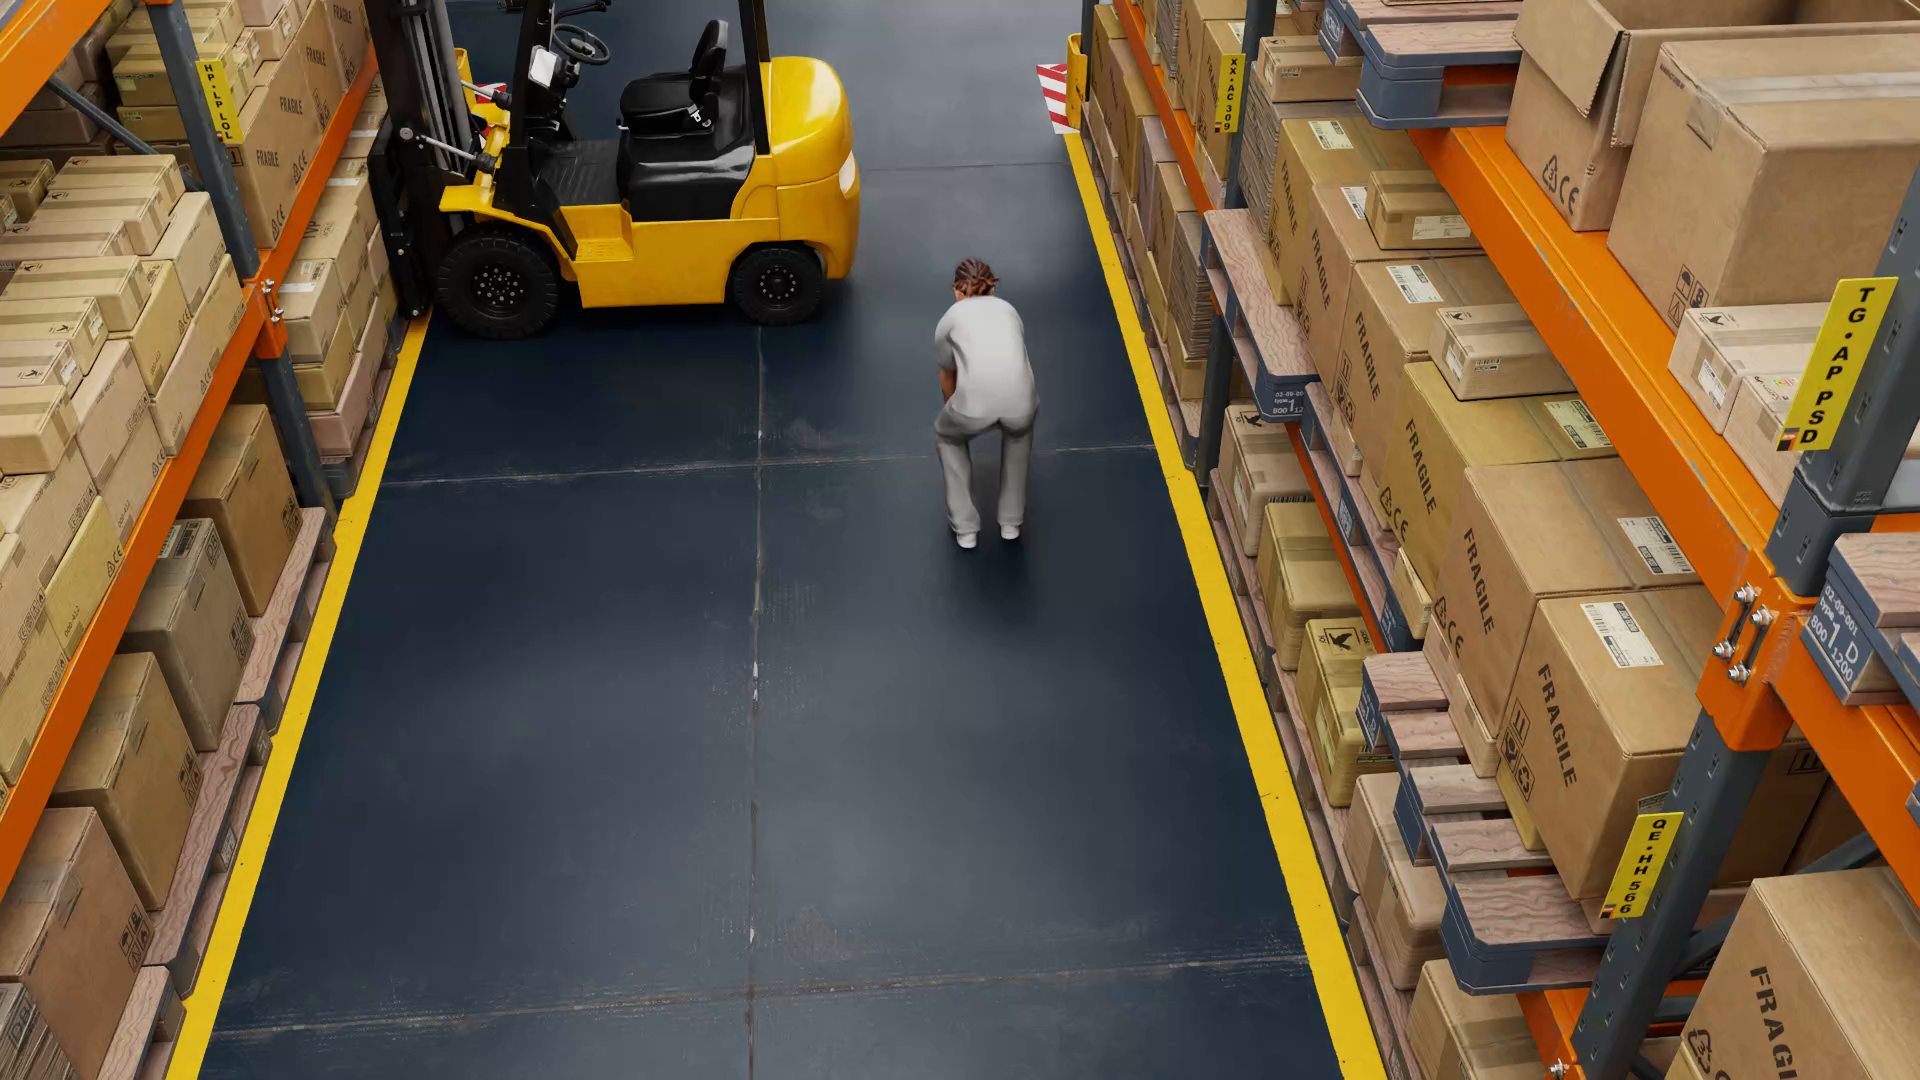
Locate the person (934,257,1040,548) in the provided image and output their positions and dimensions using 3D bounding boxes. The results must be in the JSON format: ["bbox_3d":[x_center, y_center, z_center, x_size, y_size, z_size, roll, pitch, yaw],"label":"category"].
[{"bbox_3d":[0.102,-0.592,7.325,0.448,1.113,0.857,-5,40,-6],"label":"person"}]
